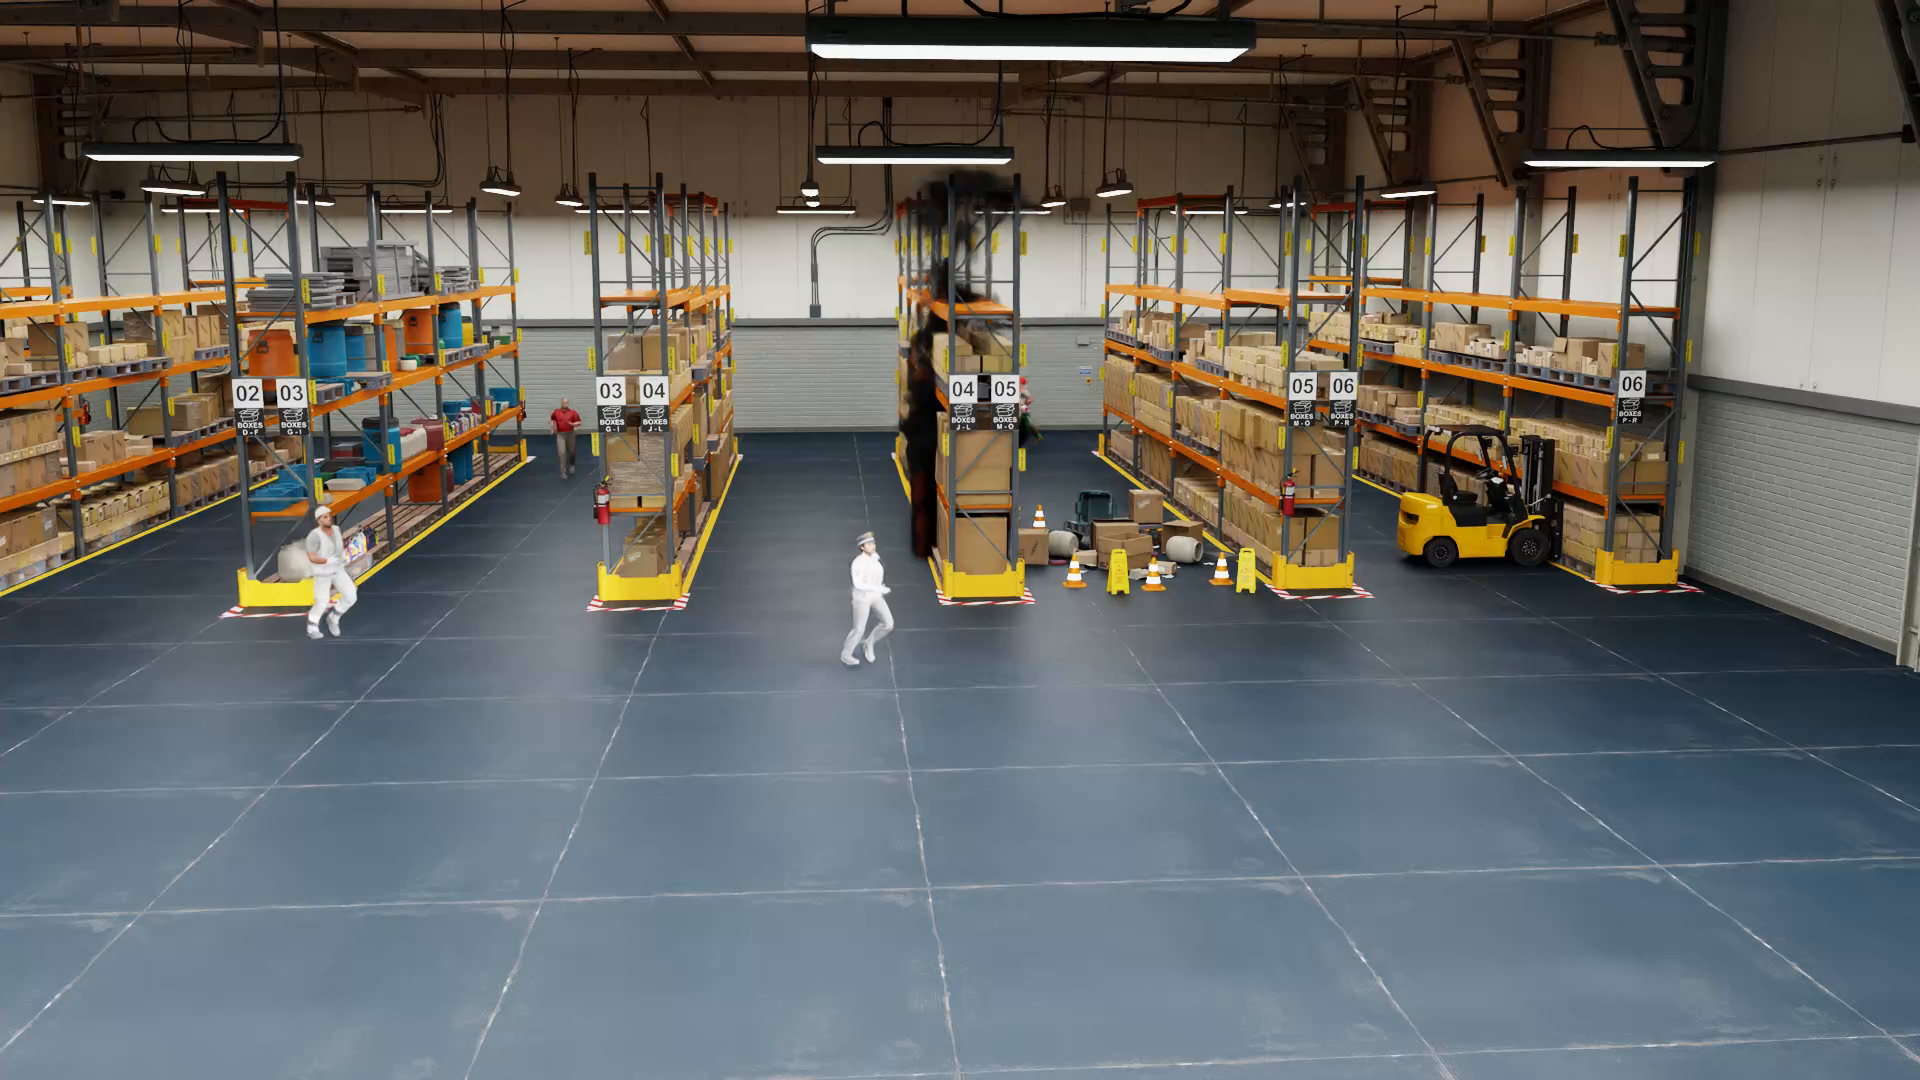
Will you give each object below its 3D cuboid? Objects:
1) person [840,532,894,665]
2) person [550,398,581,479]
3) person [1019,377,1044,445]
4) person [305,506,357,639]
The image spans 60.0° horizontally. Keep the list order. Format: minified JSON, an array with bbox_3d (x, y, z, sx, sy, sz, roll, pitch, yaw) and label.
[{"bbox_3d":[-1.078,0.698,19.887,0.780,1.650,0.631,8,13,40],"label":"person"},{"bbox_3d":[-8.606,-2.243,36.319,0.663,1.715,0.989,-2,10,-13],"label":"person"},{"bbox_3d":[1.606,-3.142,41.320,1.002,1.803,0.672,0,10,-2],"label":"person"},{"bbox_3d":[-8.010,0.417,21.186,0.821,1.733,0.682,7,12,33],"label":"person"}]
